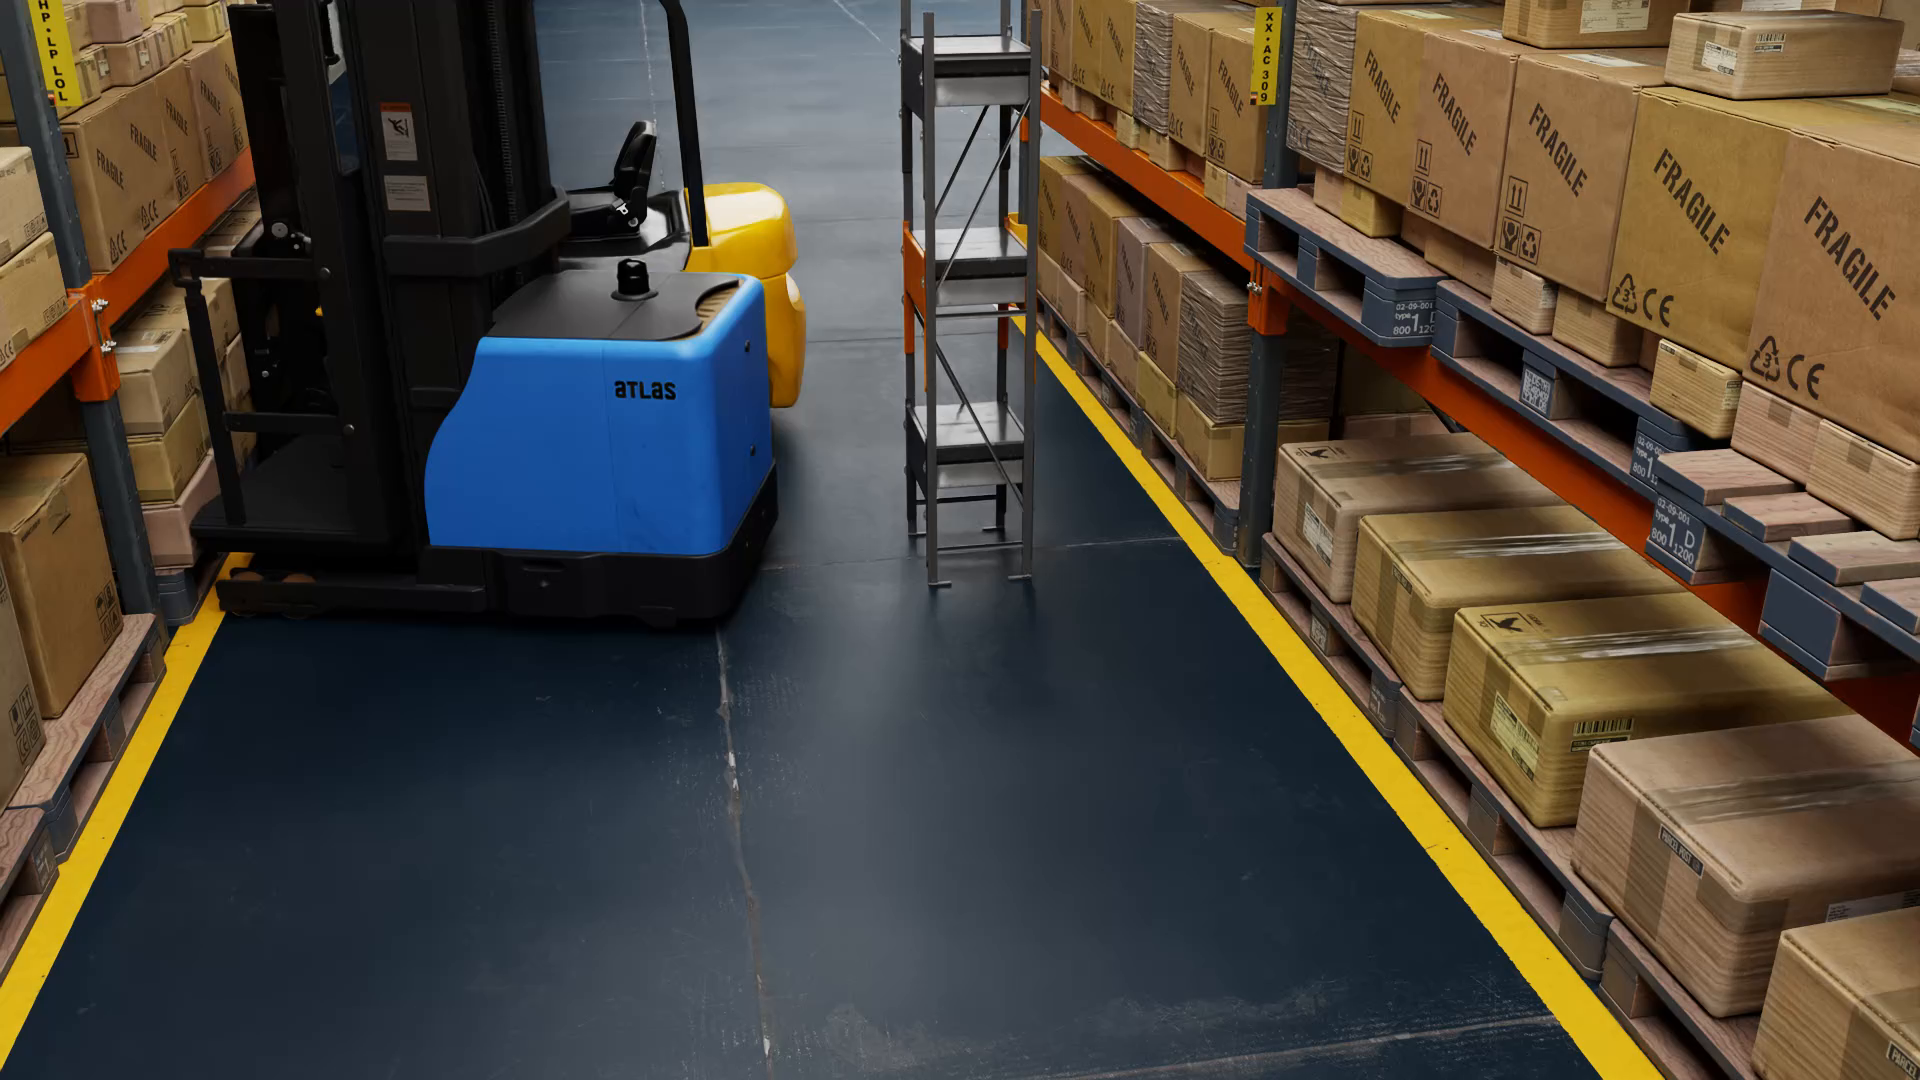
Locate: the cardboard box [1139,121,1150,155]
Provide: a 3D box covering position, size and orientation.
[{"bbox_3d":[1.023,-1.807,7.454,0.380,0.149,0.250,-5,24,-11],"label":"cardboard box"}]

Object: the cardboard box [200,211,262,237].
[{"bbox_3d":[-3.431,-1.355,7.767,0.500,0.250,0.500,-4,24,-9],"label":"cardboard box"}]

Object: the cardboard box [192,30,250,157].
[{"bbox_3d":[-3.495,-1.986,7.425,0.500,0.500,0.500,-5,24,-11],"label":"cardboard box"}]

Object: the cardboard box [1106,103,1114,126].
[{"bbox_3d":[0.931,-2.115,8.159,0.380,0.149,0.250,-3,24,-8],"label":"cardboard box"}]

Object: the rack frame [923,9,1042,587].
[{"bbox_3d":[0.076,-0.801,5.961,0.400,2.100,0.015,-4,24,-10],"label":"rack frame"}]

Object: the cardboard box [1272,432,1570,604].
[{"bbox_3d":[1.691,-0.098,5.986,0.950,0.372,0.625,-4,24,-9],"label":"cardboard box"}]

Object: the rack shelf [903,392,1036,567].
[{"bbox_3d":[0.031,-0.243,6.466,0.431,0.518,0.480,-4,24,-10],"label":"rack shelf"}]

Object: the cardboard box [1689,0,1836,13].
[{"bbox_3d":[2.112,-1.447,4.484,0.380,0.149,0.250,-5,24,-12],"label":"cardboard box"}]

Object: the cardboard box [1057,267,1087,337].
[{"bbox_3d":[0.816,-1.283,8.851,0.500,0.250,0.500,-3,24,-8],"label":"cardboard box"}]

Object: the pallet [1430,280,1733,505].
[{"bbox_3d":[1.925,-0.431,4.228,1.003,0.211,1.213,-4,24,-10],"label":"pallet"}]

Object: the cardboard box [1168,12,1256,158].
[{"bbox_3d":[1.163,-1.857,6.757,0.500,0.500,0.500,-4,24,-8],"label":"cardboard box"}]

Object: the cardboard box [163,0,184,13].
[{"bbox_3d":[-3.463,-2.272,6.897,0.380,0.149,0.250,-4,24,-9],"label":"cardboard box"}]

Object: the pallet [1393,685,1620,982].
[{"bbox_3d":[1.966,0.749,4.772,1.003,0.211,1.213,-4,24,-10],"label":"pallet"}]

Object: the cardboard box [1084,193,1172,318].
[{"bbox_3d":[0.920,-1.415,8.217,0.500,0.500,0.500,-4,24,-9],"label":"cardboard box"}]

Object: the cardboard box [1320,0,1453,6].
[{"bbox_3d":[1.331,-1.777,5.239,0.380,0.149,0.250,-4,24,-10],"label":"cardboard box"}]

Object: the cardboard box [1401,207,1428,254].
[{"bbox_3d":[1.548,-0.948,4.962,0.380,0.149,0.250,-3,24,-6],"label":"cardboard box"}]

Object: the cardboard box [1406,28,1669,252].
[{"bbox_3d":[1.567,-1.093,4.483,0.500,0.500,0.500,-4,24,-10],"label":"cardboard box"}]

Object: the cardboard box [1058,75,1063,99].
[{"bbox_3d":[0.741,-2.417,8.850,0.380,0.149,0.250,-5,24,-11],"label":"cardboard box"}]

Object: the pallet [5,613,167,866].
[{"bbox_3d":[-3.112,0.617,5.073,1.003,0.211,1.213,-4,24,-10],"label":"pallet"}]

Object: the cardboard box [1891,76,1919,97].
[{"bbox_3d":[2.267,-0.724,3.640,0.500,0.500,0.500,-4,24,-9],"label":"cardboard box"}]

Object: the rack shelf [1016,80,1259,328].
[{"bbox_3d":[1.221,-1.773,7.961,1.077,0.370,4.000,-4,24,-10],"label":"rack shelf"}]

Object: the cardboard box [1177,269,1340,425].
[{"bbox_3d":[1.218,-0.805,6.820,0.500,0.500,0.500,-5,24,-10],"label":"cardboard box"}]

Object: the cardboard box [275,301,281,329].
[{"bbox_3d":[-3.430,-1.114,7.840,0.500,0.250,0.500,-5,24,-11],"label":"cardboard box"}]

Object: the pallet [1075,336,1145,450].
[{"bbox_3d":[1.203,-0.781,8.274,1.003,0.211,1.213,-4,24,-10],"label":"pallet"}]

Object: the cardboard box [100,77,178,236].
[{"bbox_3d":[-3.224,-1.391,6.062,0.500,0.500,0.500,-4,24,-9],"label":"cardboard box"}]

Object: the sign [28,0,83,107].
[{"bbox_3d":[-2.755,-1.486,5.056,0.100,0.325,0.005,-4,24,-10],"label":"sign"}]

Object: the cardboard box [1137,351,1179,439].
[{"bbox_3d":[1.109,-0.670,7.447,0.500,0.250,0.500,-5,24,-11],"label":"cardboard box"}]

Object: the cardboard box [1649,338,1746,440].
[{"bbox_3d":[1.724,-0.335,3.557,0.380,0.149,0.250,-4,24,-9],"label":"cardboard box"}]

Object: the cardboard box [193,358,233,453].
[{"bbox_3d":[-3.167,-0.520,6.479,0.500,0.250,0.500,-4,24,-10],"label":"cardboard box"}]

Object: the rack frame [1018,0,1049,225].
[{"bbox_3d":[0.852,-2.890,9.619,1.000,3.000,0.127,-4,24,-10],"label":"rack frame"}]

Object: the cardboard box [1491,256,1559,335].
[{"bbox_3d":[1.597,-0.638,4.253,0.380,0.149,0.250,-3,24,-8],"label":"cardboard box"}]

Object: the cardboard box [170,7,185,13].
[{"bbox_3d":[-3.468,-2.141,6.968,0.380,0.149,0.250,-4,24,-10],"label":"cardboard box"}]

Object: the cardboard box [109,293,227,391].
[{"bbox_3d":[-3.152,-0.753,6.389,0.500,0.250,0.500,-4,24,-10],"label":"cardboard box"}]

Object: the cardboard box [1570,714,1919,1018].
[{"bbox_3d":[2.092,0.756,4.029,0.950,0.372,0.625,-5,24,-11],"label":"cardboard box"}]

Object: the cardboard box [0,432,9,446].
[{"bbox_3d":[-3.567,-0.517,5.848,0.500,0.250,0.500,-4,24,-9],"label":"cardboard box"}]

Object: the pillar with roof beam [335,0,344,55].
[{"bbox_3d":[-2.771,-9.968,18.330,9.100,9.000,0.400,-4,24,-10],"label":"pillar with roof beam"}]

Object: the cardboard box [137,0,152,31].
[{"bbox_3d":[-3.268,-1.979,6.226,0.380,0.149,0.250,-5,24,-11],"label":"cardboard box"}]

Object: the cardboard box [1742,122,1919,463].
[{"bbox_3d":[1.867,-0.478,3.076,0.500,0.500,0.500,-5,24,-11],"label":"cardboard box"}]

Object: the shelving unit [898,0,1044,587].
[{"bbox_3d":[0.031,-0.897,6.181,0.431,2.100,0.503,-4,24,-10],"label":"shelving unit"}]

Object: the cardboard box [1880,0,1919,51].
[{"bbox_3d":[5.934,-3.007,9.700,0.875,0.550,0.550,-4,24,-10],"label":"cardboard box"}]

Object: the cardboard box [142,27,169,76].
[{"bbox_3d":[-3.231,-1.843,6.288,0.380,0.149,0.250,-5,24,-10],"label":"cardboard box"}]

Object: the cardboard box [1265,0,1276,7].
[{"bbox_3d":[1.650,-2.348,6.633,0.700,0.500,0.500,-4,24,-9],"label":"cardboard box"}]

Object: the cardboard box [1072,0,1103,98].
[{"bbox_3d":[0.861,-2.461,8.141,0.500,0.500,0.500,-5,24,-11],"label":"cardboard box"}]

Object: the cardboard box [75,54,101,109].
[{"bbox_3d":[-3.136,-1.537,5.586,0.380,0.149,0.250,-4,24,-9],"label":"cardboard box"}]

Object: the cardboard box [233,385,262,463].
[{"bbox_3d":[-3.270,-0.494,7.044,0.500,0.250,0.500,-4,24,-9],"label":"cardboard box"}]

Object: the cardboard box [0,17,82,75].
[{"bbox_3d":[-3.054,-1.574,5.300,0.380,0.149,0.250,-4,24,-9],"label":"cardboard box"}]

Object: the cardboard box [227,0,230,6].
[{"bbox_3d":[-3.587,-2.445,7.665,0.380,0.149,0.250,-4,24,-10],"label":"cardboard box"}]

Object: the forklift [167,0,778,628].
[{"bbox_3d":[-2.290,-1.259,5.971,3.031,2.935,1.130,2,24,5],"label":"forklift"}]

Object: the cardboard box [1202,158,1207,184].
[{"bbox_3d":[1.208,-1.511,6.776,0.380,0.149,0.250,-4,24,-9],"label":"cardboard box"}]

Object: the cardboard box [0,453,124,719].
[{"bbox_3d":[-3.179,0.153,5.095,0.875,0.625,0.625,-3,24,-7],"label":"cardboard box"}]

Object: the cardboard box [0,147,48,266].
[{"bbox_3d":[-2.944,-0.934,4.703,0.500,0.250,0.500,-5,24,-11],"label":"cardboard box"}]
